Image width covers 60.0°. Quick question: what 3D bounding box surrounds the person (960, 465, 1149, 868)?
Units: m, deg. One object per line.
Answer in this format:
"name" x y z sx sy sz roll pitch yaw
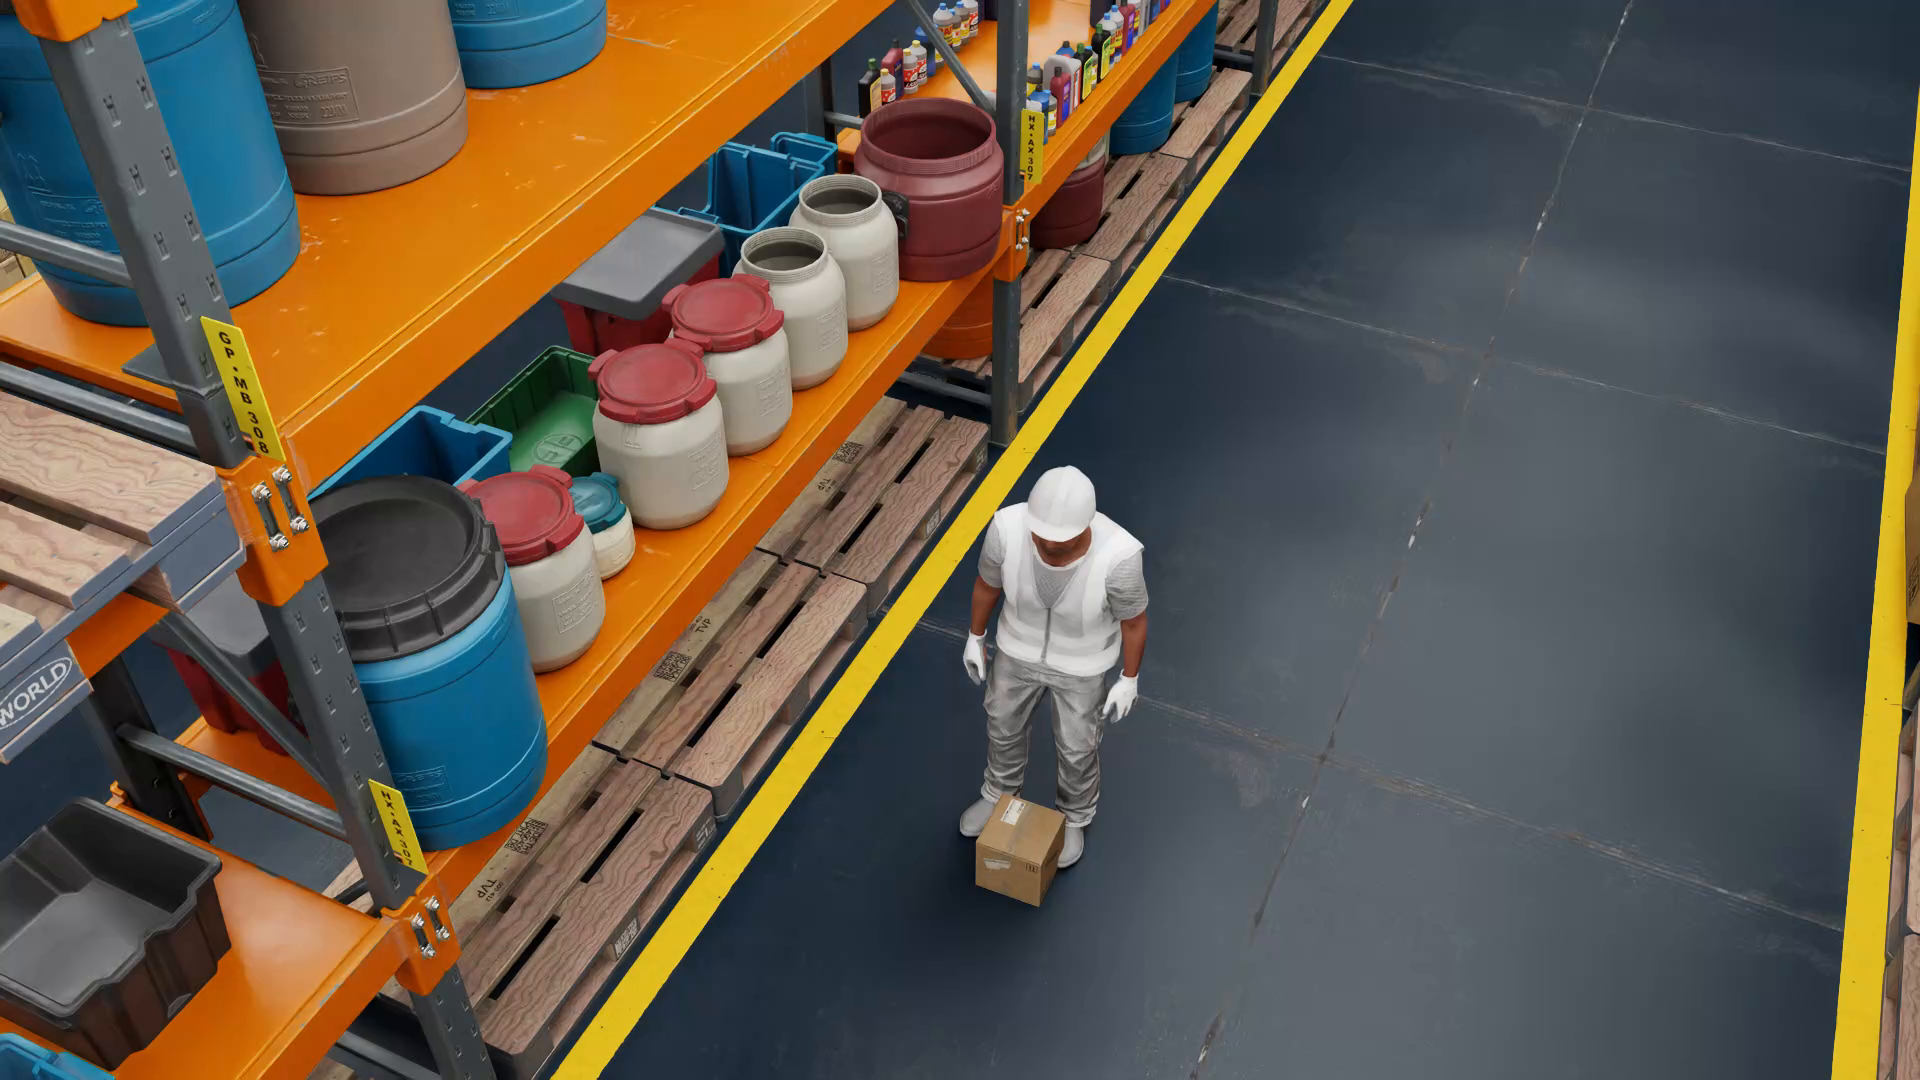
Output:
"person" 0.313 0.415 5.685 0.623 1.773 0.451 15 44 16
